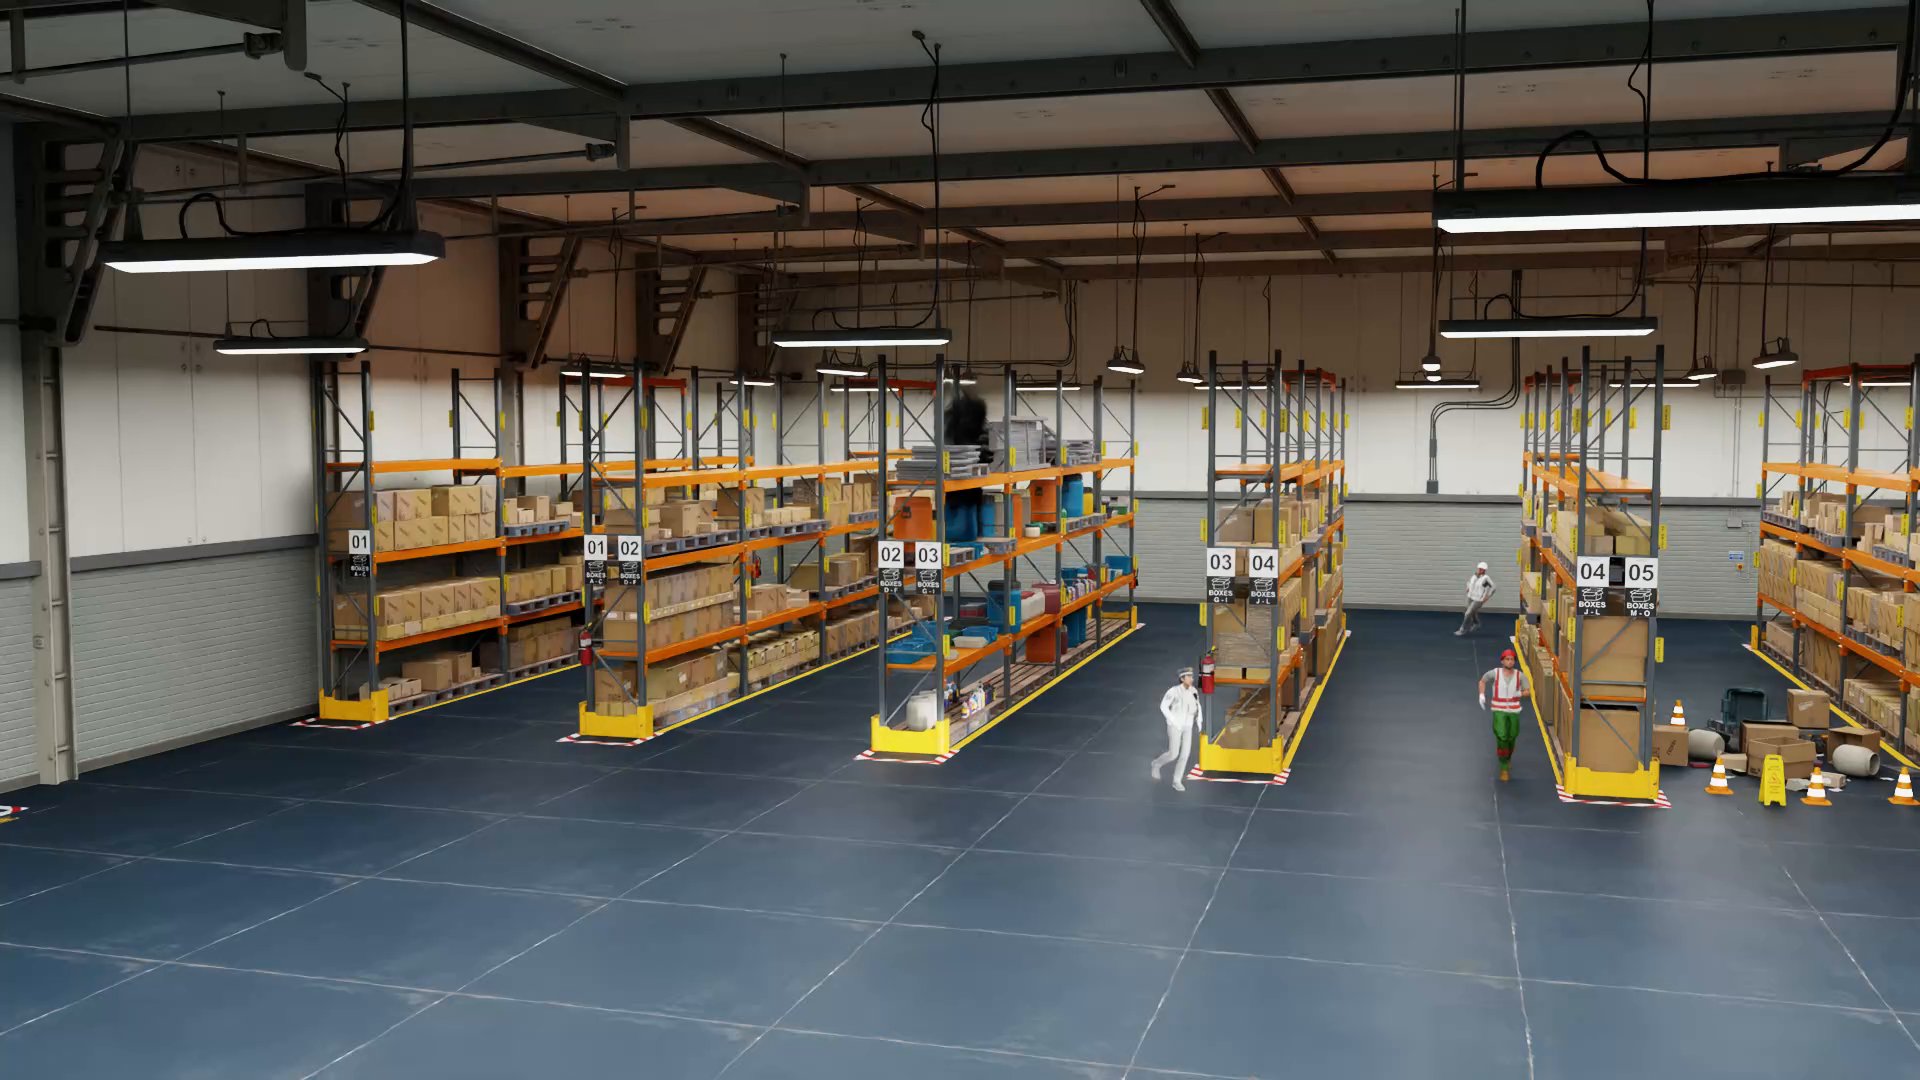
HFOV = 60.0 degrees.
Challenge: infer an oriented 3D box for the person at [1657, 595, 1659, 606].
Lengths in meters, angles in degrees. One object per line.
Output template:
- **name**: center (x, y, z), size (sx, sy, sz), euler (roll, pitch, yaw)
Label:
- **person**: center (14.372, 1.610, 34.979), size (0.663, 1.773, 0.967), euler (0, 4, 4)

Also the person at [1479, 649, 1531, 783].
- **person**: center (7.689, 2.446, 23.424), size (0.671, 1.806, 0.903), euler (1, 4, 7)

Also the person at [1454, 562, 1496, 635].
- **person**: center (12.036, 1.364, 38.785), size (0.872, 1.722, 0.812), euler (-2, 5, -28)

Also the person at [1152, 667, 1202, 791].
- **person**: center (3.039, 2.550, 22.813), size (0.660, 1.655, 0.670), euler (-2, 5, -26)
